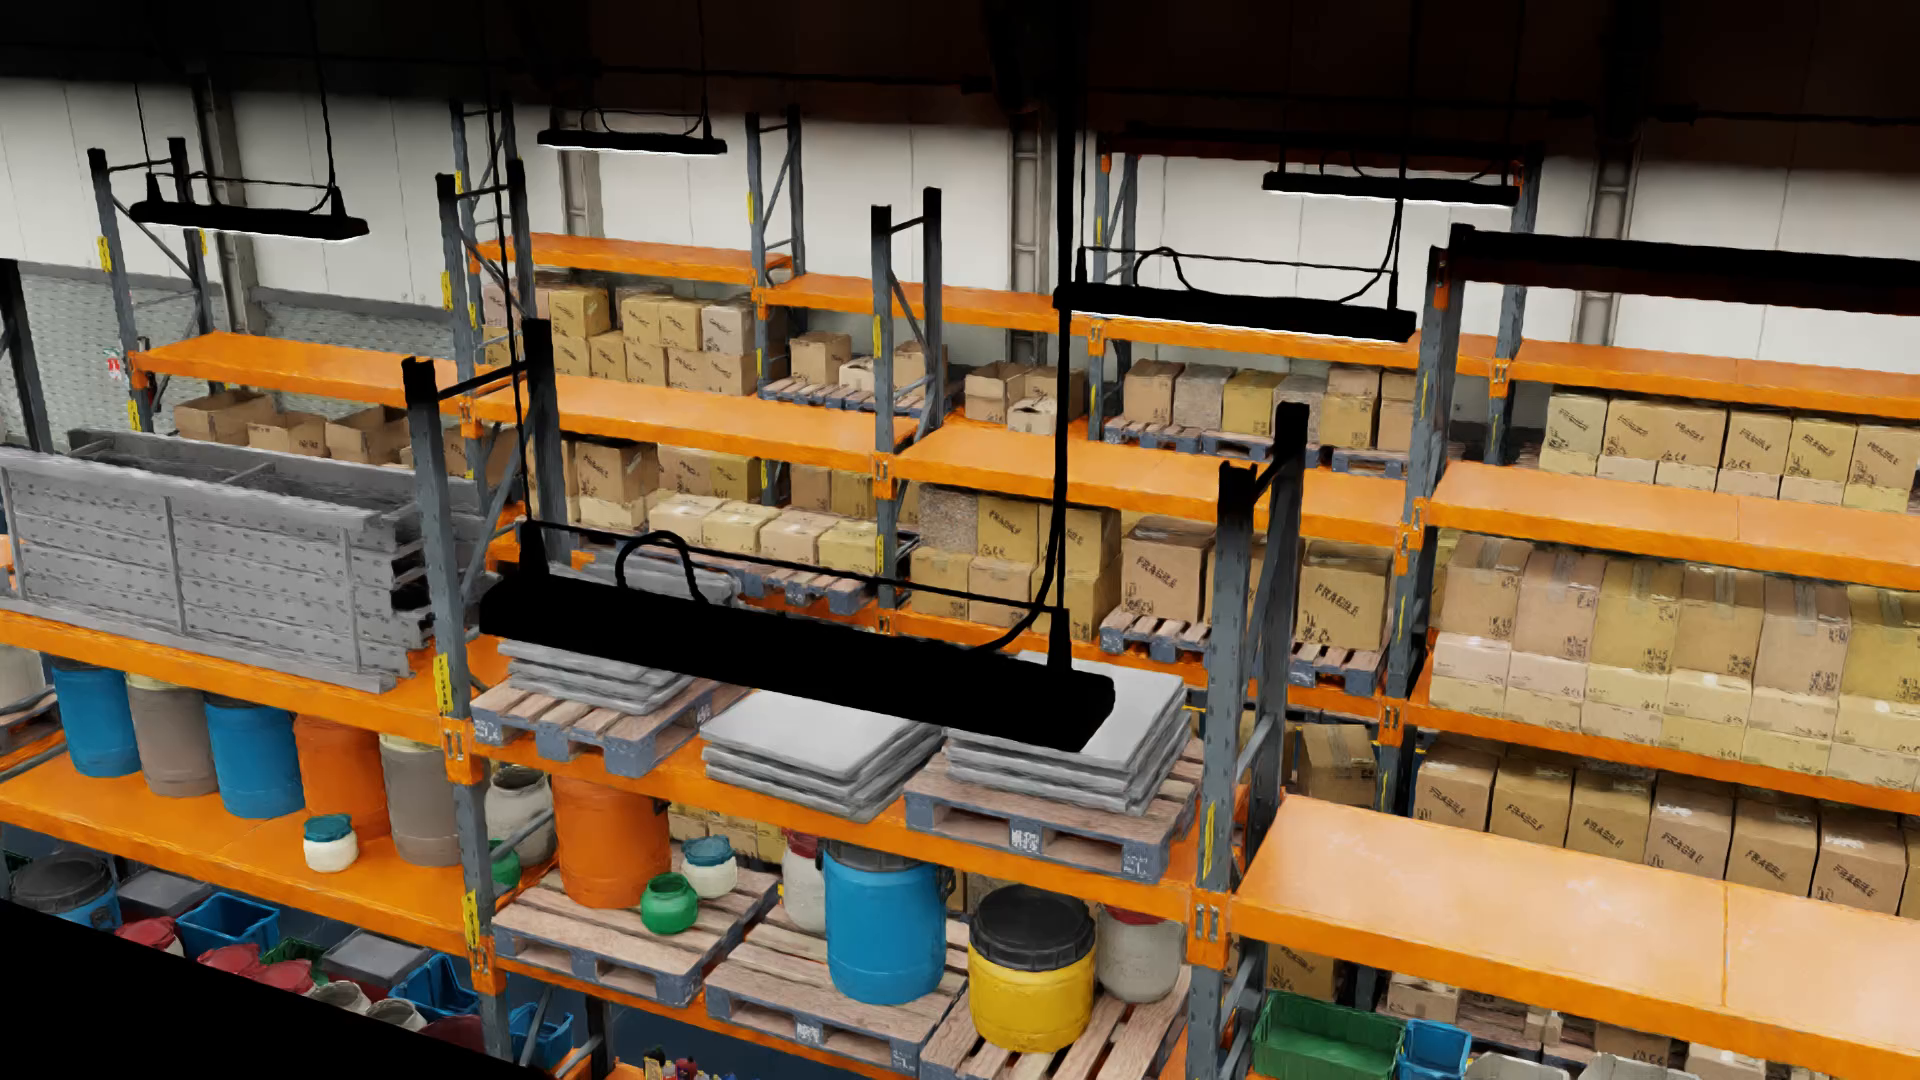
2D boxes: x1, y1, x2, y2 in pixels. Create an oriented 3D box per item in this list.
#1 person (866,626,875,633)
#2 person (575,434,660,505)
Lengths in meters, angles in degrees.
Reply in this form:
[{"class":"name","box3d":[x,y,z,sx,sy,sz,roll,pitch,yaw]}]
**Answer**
[{"class":"person","box3d":[0.182,5.599,4.475,6.682,0.929,28.846,2,21,7]},{"class":"person","box3d":[-7.748,2.509,10.586,5.781,3.695,12.975,8,22,21]}]
